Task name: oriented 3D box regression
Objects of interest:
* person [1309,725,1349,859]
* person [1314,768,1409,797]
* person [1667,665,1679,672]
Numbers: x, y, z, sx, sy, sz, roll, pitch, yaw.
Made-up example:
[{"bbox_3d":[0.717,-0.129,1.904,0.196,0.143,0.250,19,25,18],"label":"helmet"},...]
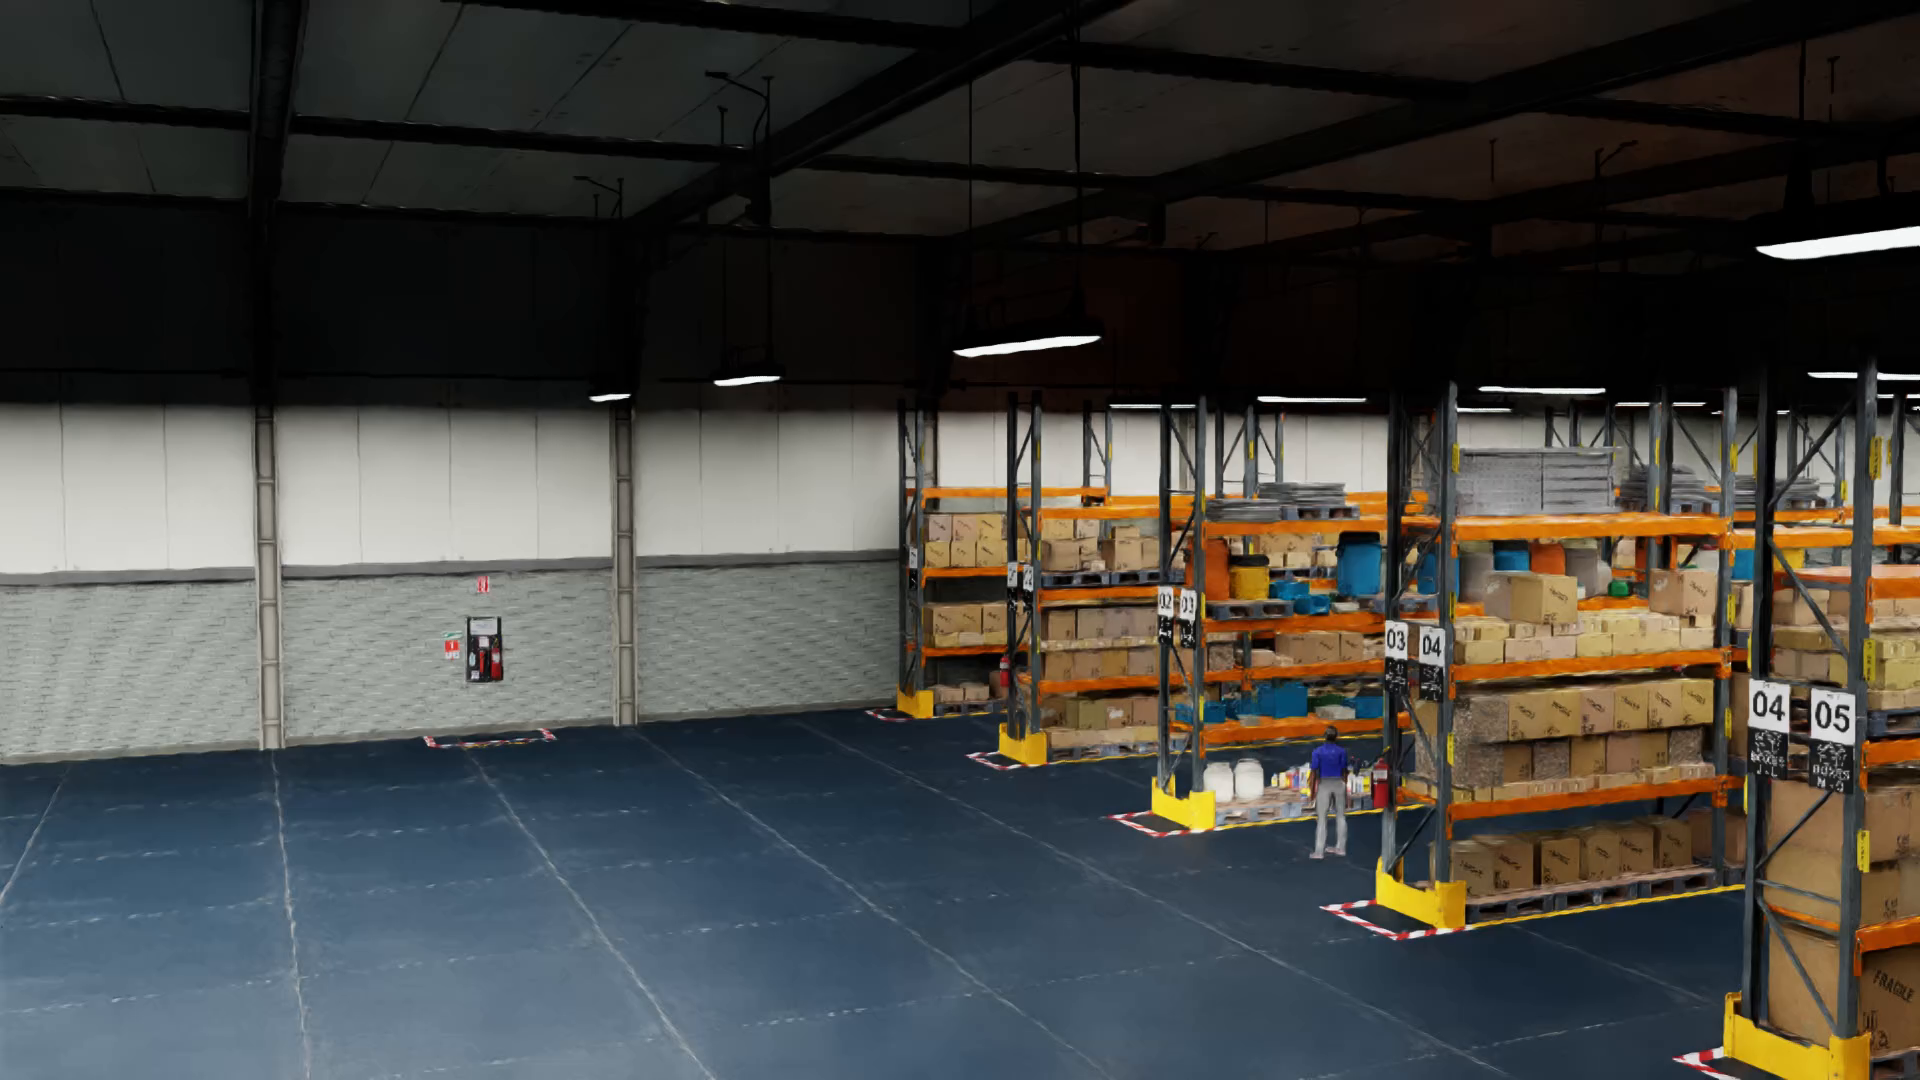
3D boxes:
[{"bbox_3d":[4.581,3.116,20.645,0.498,1.662,0.458,0,3,6],"label":"person"},{"bbox_3d":[12.503,2.147,22.700,14.211,3.369,27.724,-1,3,-17],"label":"person"},{"bbox_3d":[17.844,3.134,21.042,1.850,1.582,21.751,-2,4,-24],"label":"person"}]
